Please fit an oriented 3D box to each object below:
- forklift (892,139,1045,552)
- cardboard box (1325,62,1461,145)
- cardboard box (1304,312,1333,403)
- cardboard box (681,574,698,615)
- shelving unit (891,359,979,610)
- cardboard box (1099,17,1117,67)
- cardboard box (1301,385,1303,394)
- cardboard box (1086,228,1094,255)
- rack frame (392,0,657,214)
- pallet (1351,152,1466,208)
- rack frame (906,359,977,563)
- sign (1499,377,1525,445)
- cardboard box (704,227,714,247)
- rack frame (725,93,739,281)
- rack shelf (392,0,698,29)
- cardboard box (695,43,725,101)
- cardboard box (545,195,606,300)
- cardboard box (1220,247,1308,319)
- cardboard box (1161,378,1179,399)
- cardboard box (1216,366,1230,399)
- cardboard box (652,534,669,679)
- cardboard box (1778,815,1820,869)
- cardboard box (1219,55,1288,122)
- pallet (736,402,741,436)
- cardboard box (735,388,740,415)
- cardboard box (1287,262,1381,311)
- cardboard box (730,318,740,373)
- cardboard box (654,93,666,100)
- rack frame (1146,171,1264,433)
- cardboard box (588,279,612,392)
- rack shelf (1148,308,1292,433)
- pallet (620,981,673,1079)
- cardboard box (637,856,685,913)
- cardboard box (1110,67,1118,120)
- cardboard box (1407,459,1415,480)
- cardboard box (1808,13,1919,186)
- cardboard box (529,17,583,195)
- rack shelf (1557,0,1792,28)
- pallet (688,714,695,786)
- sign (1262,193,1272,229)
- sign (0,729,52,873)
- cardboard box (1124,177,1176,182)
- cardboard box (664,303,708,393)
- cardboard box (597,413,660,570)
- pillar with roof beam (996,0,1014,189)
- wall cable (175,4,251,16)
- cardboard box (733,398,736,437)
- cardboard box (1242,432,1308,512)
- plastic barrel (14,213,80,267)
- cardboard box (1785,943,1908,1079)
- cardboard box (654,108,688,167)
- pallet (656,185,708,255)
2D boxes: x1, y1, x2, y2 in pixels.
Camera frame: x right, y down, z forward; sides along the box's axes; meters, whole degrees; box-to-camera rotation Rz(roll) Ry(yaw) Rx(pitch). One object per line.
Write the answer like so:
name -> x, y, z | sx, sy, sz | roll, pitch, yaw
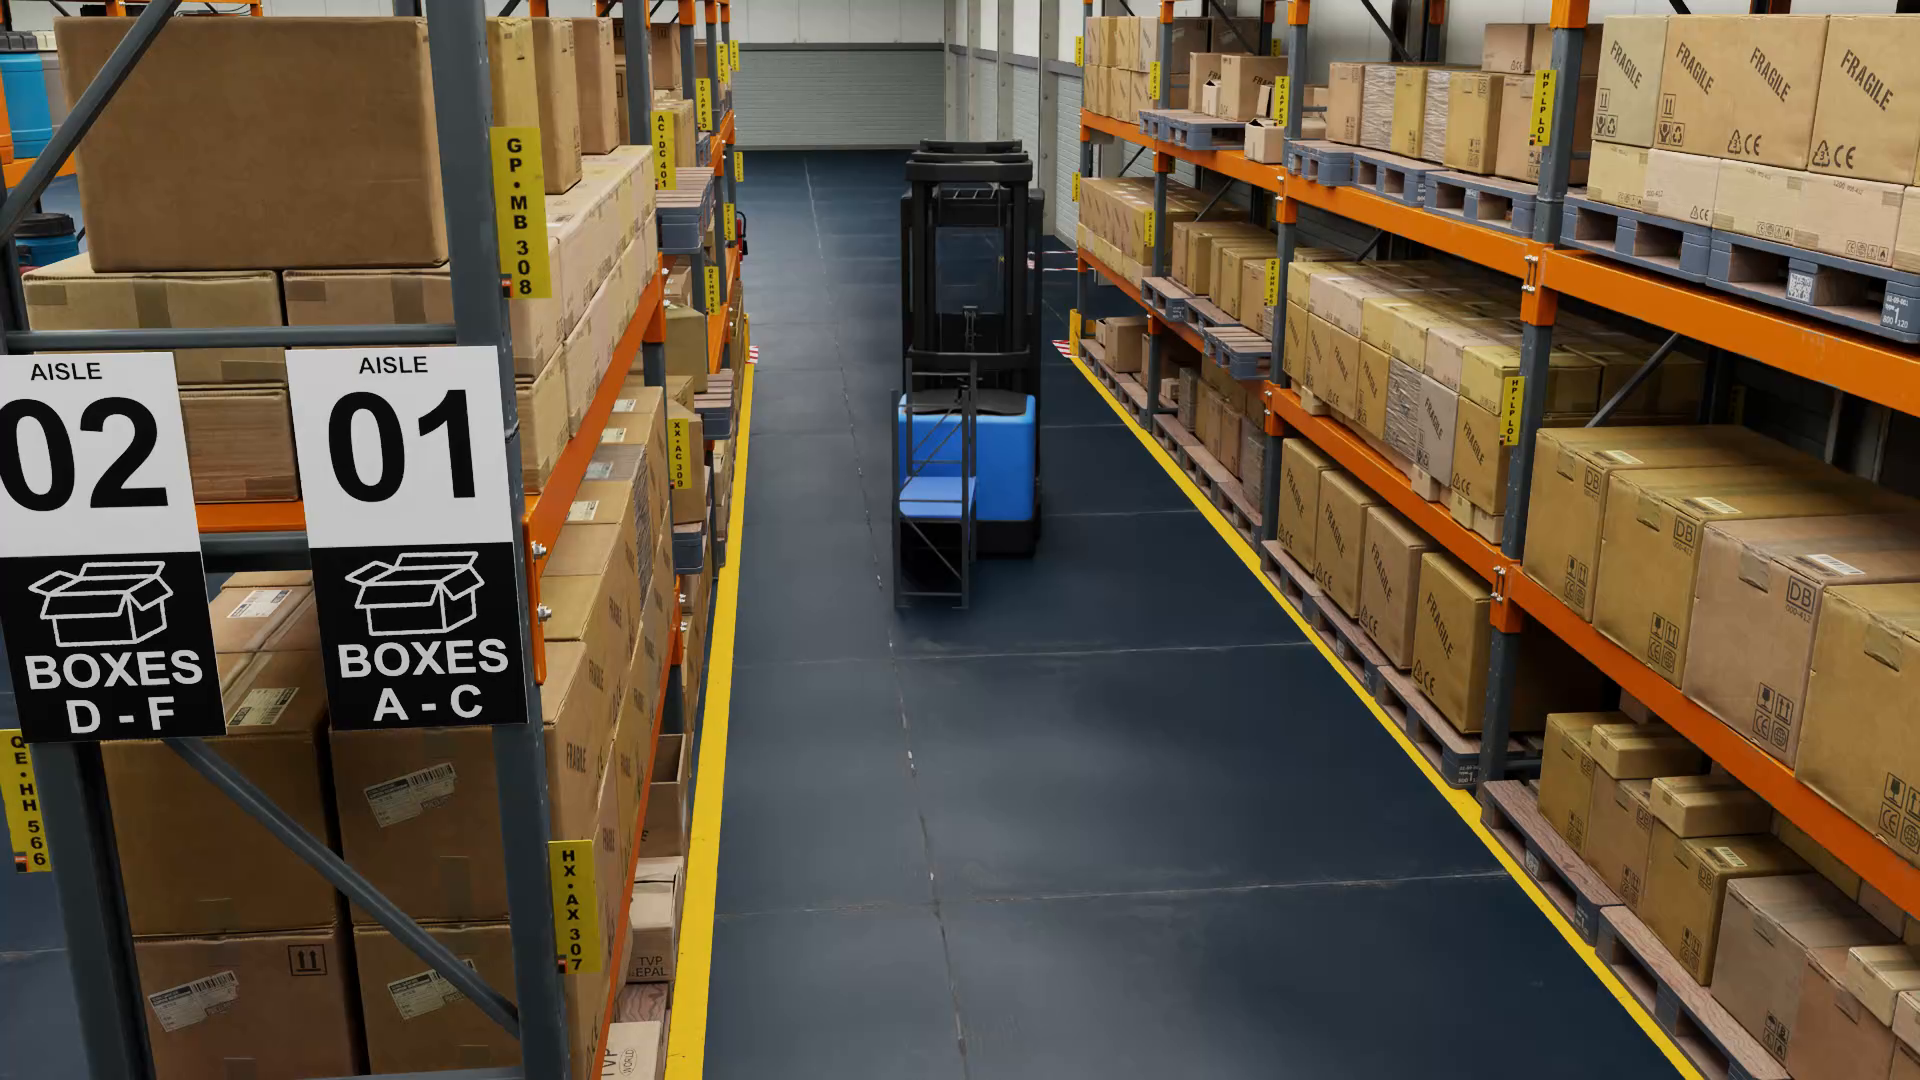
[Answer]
forklift -> 0.107, -1.699, 13.197 | 1.130, 2.935, 3.031 | 1, 17, 3
cardboard box -> 2.820, -2.849, 10.834 | 0.700, 0.500, 0.500 | -3, 18, -10
cardboard box -> 2.554, -1.190, 10.763 | 0.500, 0.500, 0.500 | -1, 17, -4
cardboard box -> -1.711, 0.221, 9.151 | 0.500, 0.250, 0.500 | -2, 18, -6
shelving unit -> -0.163, -0.405, 11.464 | 0.538, 1.500, 1.048 | 1, 17, 3
cardboard box -> 1.752, -5.223, 17.429 | 0.500, 0.500, 0.500 | -1, 17, -4
cardboard box -> 2.535, -1.009, 11.269 | 0.380, 0.149, 0.250 | -2, 17, -5
cardboard box -> 1.691, -3.312, 18.436 | 0.500, 0.250, 0.500 | -2, 18, -7
rack frame -> -1.800, -2.816, 6.624 | 1.000, 3.000, 0.127 | -2, 18, -6
pallet -> 2.952, -2.118, 9.722 | 1.003, 0.211, 1.213 | -1, 17, -3
rack frame -> -0.133, -0.557, 11.948 | 0.500, 1.500, 0.032 | 1, 17, 3
sign -> 2.588, -0.603, 7.790 | 0.100, 0.325, 0.005 | -2, 18, -6
cardboard box -> -2.460, -2.781, 15.277 | 0.380, 0.149, 0.250 | -2, 18, -6
rack frame -> -3.038, -3.529, 18.911 | 1.000, 3.000, 0.127 | -2, 18, -6
rack shelf -> -2.007, -2.878, 8.690 | 1.077, 0.370, 4.000 | -2, 18, -6
cardboard box -> -2.415, -4.242, 15.071 | 0.500, 0.500, 0.500 | 0, 17, -1
cardboard box -> -1.284, -0.819, 4.687 | 0.500, 0.250, 0.500 | -2, 18, -6
cardboard box -> 2.505, -2.068, 13.354 | 0.700, 0.500, 0.500 | -2, 18, -6
cardboard box -> 2.216, -1.508, 16.469 | 0.380, 0.166, 0.250 | -4, 18, -13
cardboard box -> 2.500, -1.362, 14.194 | 0.500, 0.250, 0.500 | -2, 18, -7
cardboard box -> -1.439, 0.293, 6.570 | 0.500, 0.500, 0.500 | -1, 17, -4
cardboard box -> 3.421, 1.139, 6.431 | 0.380, 0.149, 0.250 | -2, 18, -7
cardboard box -> 2.405, -3.638, 13.382 | 0.500, 0.500, 0.500 | -2, 18, -8
pallet -> -2.666, -1.245, 16.291 | 1.003, 0.211, 1.213 | -2, 18, -6
cardboard box -> -2.372, -1.374, 15.934 | 0.500, 0.250, 0.500 | -2, 18, -6
cardboard box -> 2.507, -1.705, 11.152 | 0.500, 0.250, 0.500 | -1, 17, -4
cardboard box -> -2.421, -1.880, 16.296 | 0.500, 0.500, 0.500 | -2, 18, -6
cardboard box -> -2.435, -3.166, 12.294 | 0.500, 0.250, 0.500 | -2, 18, -7
rack frame -> 2.301, -2.492, 15.606 | 1.000, 3.000, 0.127 | -2, 18, -6
cardboard box -> -1.280, -0.581, 4.763 | 0.500, 0.250, 0.500 | -2, 18, -6
rack shelf -> 2.508, -1.553, 13.816 | 1.077, 0.370, 4.000 | -2, 18, -6
pallet -> -1.601, 1.945, 6.128 | 1.003, 0.211, 1.213 | -2, 18, -6
cardboard box -> -1.361, 1.467, 7.021 | 0.380, 0.149, 0.250 | -2, 18, -6
cardboard box -> 1.829, -4.590, 17.081 | 0.500, 0.500, 0.500 | -1, 17, -2
cardboard box -> 2.734, -0.395, 9.312 | 0.380, 0.149, 0.250 | -2, 18, -6
cardboard box -> 3.089, -1.396, 5.239 | 0.500, 0.500, 0.500 | -3, 18, -8
cardboard box -> -1.541, -1.320, 5.029 | 0.700, 0.500, 0.500 | -2, 18, -6
rack shelf -> 3.333, -1.841, 5.385 | 1.077, 0.370, 4.000 | -2, 18, -6
pallet -> -1.922, 1.135, 8.709 | 1.003, 0.211, 1.213 | -2, 18, -6
sign -> 2.853, -3.062, 15.491 | 0.100, 0.325, 0.005 | -2, 18, -6
sign -> -1.942, 0.546, 3.471 | 0.100, 0.325, 0.005 | -2, 18, -6
cardboard box -> 2.149, -3.845, 18.883 | 0.500, 0.500, 0.500 | -2, 18, -6
cardboard box -> -2.036, -1.210, 10.655 | 0.700, 0.500, 0.500 | -8, 19, -24
cardboard box -> -1.435, -0.184, 6.418 | 0.500, 0.500, 0.500 | -2, 18, -7
pillar with roof beam -> -3.317, -11.594, 34.582 | 9.100, 9.000, 0.400 | -2, 18, -6
wall cable -> -21.149, -17.158, 46.630 | 2.305, 6.003, 0.169 | -2, 18, -6
cardboard box -> -2.294, -1.111, 15.099 | 0.500, 0.250, 0.500 | -2, 18, -6
cardboard box -> 2.588, -0.530, 12.797 | 0.700, 0.500, 0.500 | -2, 17, -5
plastic barrel -> -7.814, -2.300, 14.159 | 0.600, 0.901, 0.708 | -2, 18, -6
cardboard box -> 3.316, 1.721, 5.659 | 0.700, 0.500, 0.500 | -2, 18, -6
cardboard box -> -2.028, -2.189, 9.466 | 0.910, 0.500, 0.500 | -2, 18, -6
pallet -> -1.798, -1.492, 7.728 | 1.213, 0.211, 1.003 | -2, 18, -6
